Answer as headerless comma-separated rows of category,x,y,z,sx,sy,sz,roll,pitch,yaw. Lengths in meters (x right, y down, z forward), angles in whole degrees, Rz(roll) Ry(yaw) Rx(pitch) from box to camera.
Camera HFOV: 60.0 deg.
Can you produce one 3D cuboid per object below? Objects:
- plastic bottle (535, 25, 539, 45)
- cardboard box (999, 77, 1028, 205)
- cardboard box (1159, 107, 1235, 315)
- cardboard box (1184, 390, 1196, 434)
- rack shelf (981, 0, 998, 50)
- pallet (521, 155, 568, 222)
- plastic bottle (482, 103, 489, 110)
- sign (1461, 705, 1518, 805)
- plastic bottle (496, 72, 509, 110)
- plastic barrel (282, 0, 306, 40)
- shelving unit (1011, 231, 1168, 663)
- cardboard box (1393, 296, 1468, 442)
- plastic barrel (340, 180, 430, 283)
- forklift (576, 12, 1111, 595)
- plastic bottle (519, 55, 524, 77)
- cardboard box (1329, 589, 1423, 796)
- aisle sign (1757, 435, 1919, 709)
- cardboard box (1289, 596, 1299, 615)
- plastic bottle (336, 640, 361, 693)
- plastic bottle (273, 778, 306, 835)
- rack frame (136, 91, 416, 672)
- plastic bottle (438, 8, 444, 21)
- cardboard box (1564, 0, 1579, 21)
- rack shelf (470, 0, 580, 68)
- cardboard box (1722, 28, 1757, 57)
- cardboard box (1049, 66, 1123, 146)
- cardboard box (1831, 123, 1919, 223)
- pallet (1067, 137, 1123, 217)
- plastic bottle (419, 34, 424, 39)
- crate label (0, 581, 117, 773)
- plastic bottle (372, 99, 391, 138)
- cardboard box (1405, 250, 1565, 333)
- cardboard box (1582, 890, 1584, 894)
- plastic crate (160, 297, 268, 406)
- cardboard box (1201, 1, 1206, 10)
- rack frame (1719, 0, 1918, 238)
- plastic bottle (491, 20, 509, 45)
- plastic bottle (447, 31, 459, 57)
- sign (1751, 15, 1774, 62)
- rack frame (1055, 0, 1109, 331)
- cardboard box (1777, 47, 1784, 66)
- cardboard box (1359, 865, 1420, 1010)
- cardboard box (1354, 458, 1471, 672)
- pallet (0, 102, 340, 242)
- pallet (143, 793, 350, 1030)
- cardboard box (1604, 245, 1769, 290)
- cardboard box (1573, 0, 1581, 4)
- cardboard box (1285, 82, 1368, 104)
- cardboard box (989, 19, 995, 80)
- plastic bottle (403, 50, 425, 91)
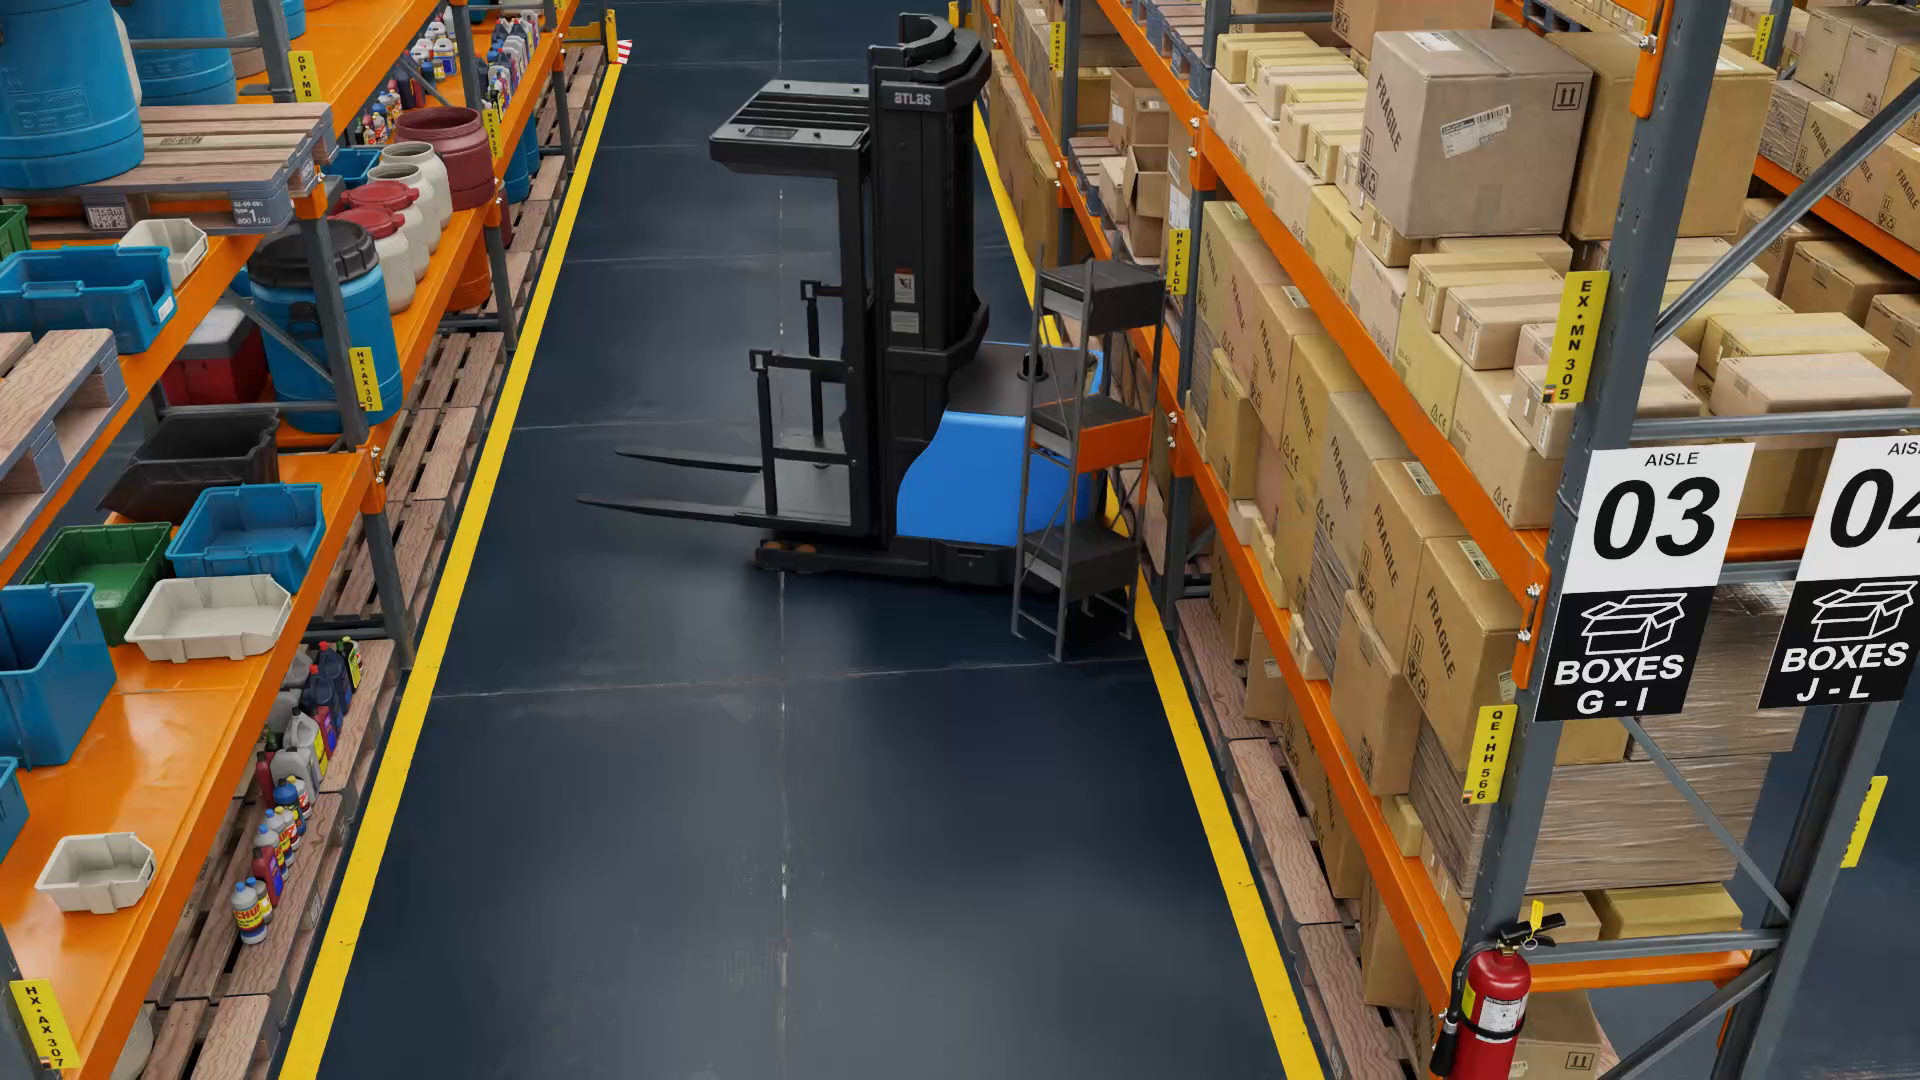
plastic bottle,-3.693,-4.370,14.335,0.097,0.201,0.097,0,31,0
cardboard box,1.006,-3.423,14.217,1.225,0.875,0.875,-4,31,-6
cardboard box,1.654,-1.702,8.680,1.000,1.000,1.000,-3,31,-4
cardboard box,1.310,-0.620,8.108,0.380,0.149,0.250,-3,31,-5
rack shelf,0.655,-5.649,16.983,1.077,0.370,4.000,-3,31,-5
pallet,-4.059,-3.106,14.744,1.003,0.211,1.213,-3,31,-5
plastic bottle,-3.420,-3.013,11.983,0.061,0.283,0.133,-3,31,-5
sign,1.409,0.574,4.427,0.100,0.325,0.005,-3,31,-5
plastic bottle,-3.497,-3.435,12.690,0.061,0.283,0.133,-3,31,-5
plastic barrel,-3.728,-3.035,8.492,0.600,0.901,0.708,-3,31,-5
shelving unit,0.642,-0.450,8.385,0.503,2.100,0.431,-14,29,-34
cardboard box,1.615,-0.522,4.920,0.500,0.250,0.500,-3,31,-4
plastic barrel,-3.322,-1.768,9.651,0.433,0.535,0.433,0,31,0
forklift,-0.698,-1.321,9.104,3.031,2.935,1.130,6,31,9
plastic bottle,-3.599,-3.858,13.477,0.097,0.201,0.097,0,31,0
cardboard box,1.773,0.488,5.620,0.875,0.500,0.500,-3,31,-5
aisle sign,2.267,0.091,4.137,0.394,0.787,0.004,-3,31,-5
cardboard box,1.532,0.271,6.617,0.380,0.149,0.250,-3,31,-5
plastic bottle,-2.969,0.592,8.053,0.061,0.283,0.133,-1,31,-2
plastic bottle,-2.888,1.140,7.148,0.097,0.271,0.097,0,31,0
rack frame,-3.342,-0.615,7.854,1.000,3.000,0.127,-3,31,-5
plastic bottle,-4.480,-4.441,14.374,0.061,0.283,0.133,-3,31,-5
cardboard box,5.442,-4.574,14.319,0.380,0.149,0.250,-2,31,-4
rack shelf,-4.276,-5.411,16.586,1.077,0.370,4.000,-3,31,-5
cardboard box,5.661,-3.636,12.168,0.380,0.149,0.250,-4,31,-7
cardboard box,0.923,-3.177,12.047,0.500,0.500,0.500,-2,31,-3
cardboard box,6.033,-2.364,10.685,0.500,0.500,0.500,-3,31,-5
pallet,1.388,-2.453,11.119,1.213,0.211,1.003,-3,31,-5
plastic bottle,-4.397,-3.988,13.615,0.061,0.283,0.133,-3,31,-5
crate label,-3.410,0.486,5.977,0.502,0.435,0.616,-3,31,-5
plastic bottle,-4.211,-3.065,12.081,0.097,0.271,0.097,0,31,0
cardboard box,1.537,-0.731,4.881,0.380,0.149,0.250,-3,31,-4
cardboard box,2.169,1.013,5.375,0.380,0.149,0.250,-3,31,-5
plastic crate,-3.692,-0.875,8.227,0.402,0.464,0.583,-3,31,-5
cardboard box,1.402,-2.738,8.204,0.396,0.266,0.258,-2,31,-3
rack frame,6.163,-3.080,11.982,1.000,3.000,0.127,-3,31,-5
plastic bottle,-3.804,-4.123,13.776,0.144,0.351,0.185,-3,31,-5
plastic bottle,-4.269,-4.188,14.030,0.097,0.201,0.097,0,31,0
sign,5.624,-3.513,11.654,0.100,0.325,0.005,-3,31,-5
rack frame,1.216,-2.894,11.670,1.000,3.000,0.127,-3,31,-5
cardboard box,6.291,-3.675,12.523,0.380,0.149,0.250,-1,31,-2
cardboard box,1.831,1.460,6.409,0.500,0.500,0.500,5,31,8
cardboard box,1.613,0.066,5.351,0.500,0.500,0.500,-3,31,-5
pallet,-3.177,-1.458,6.524,1.213,0.211,1.003,-3,31,-5
pallet,-3.204,1.552,6.946,1.003,0.211,1.213,-3,31,-5
cardboard box,2.139,-0.759,4.927,0.380,0.149,0.250,-2,31,-3
cardboard box,5.444,-4.703,14.244,0.380,0.149,0.250,-4,31,-7
cardboard box,1.476,-1.670,6.454,0.380,0.149,0.250,-2,31,-3
cardboard box,0.776,-5.005,16.866,0.875,0.875,0.875,-3,31,-5
plastic bottle,-4.288,-3.651,12.986,0.144,0.351,0.185,-3,31,-5
